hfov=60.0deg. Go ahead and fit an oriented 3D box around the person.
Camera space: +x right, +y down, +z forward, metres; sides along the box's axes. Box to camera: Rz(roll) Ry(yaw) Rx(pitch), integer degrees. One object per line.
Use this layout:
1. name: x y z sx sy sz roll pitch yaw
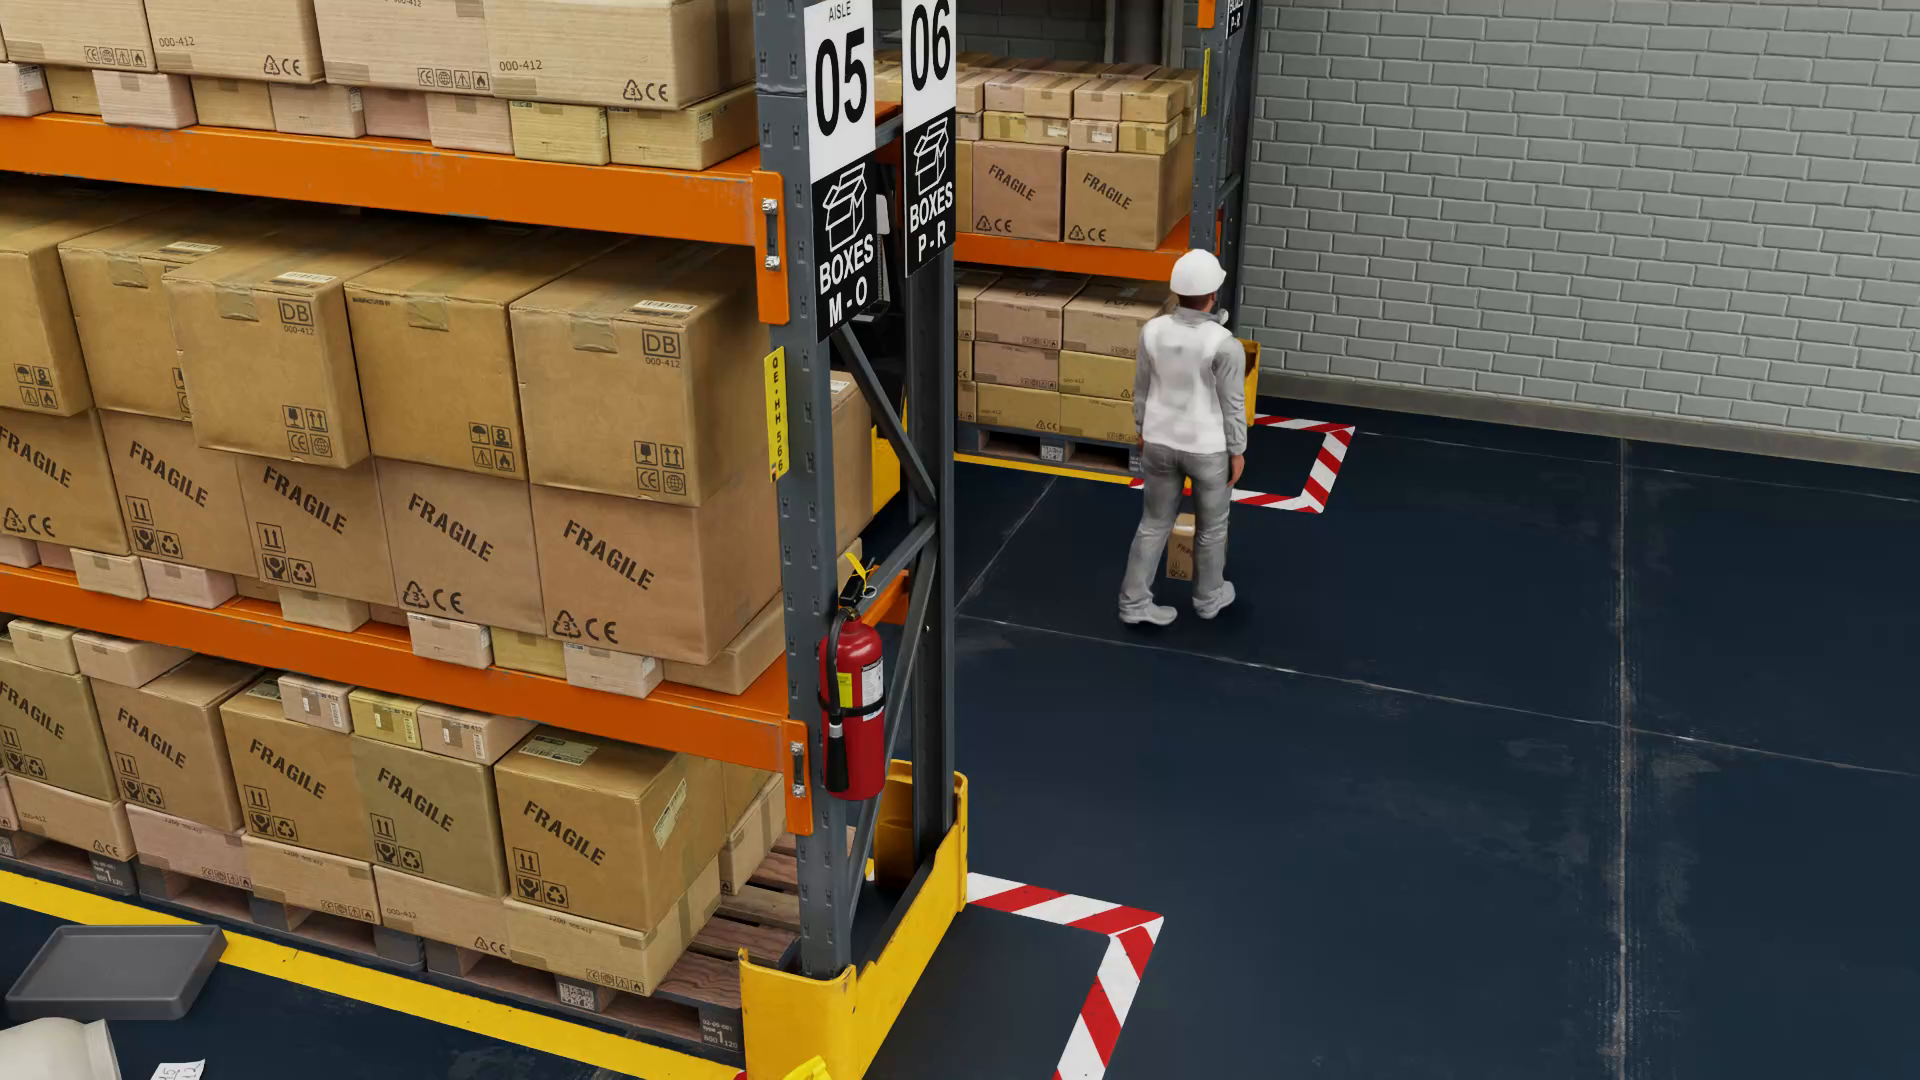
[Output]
1. person: 1.049 -0.448 7.502 0.547 1.778 0.618 17 30 31
